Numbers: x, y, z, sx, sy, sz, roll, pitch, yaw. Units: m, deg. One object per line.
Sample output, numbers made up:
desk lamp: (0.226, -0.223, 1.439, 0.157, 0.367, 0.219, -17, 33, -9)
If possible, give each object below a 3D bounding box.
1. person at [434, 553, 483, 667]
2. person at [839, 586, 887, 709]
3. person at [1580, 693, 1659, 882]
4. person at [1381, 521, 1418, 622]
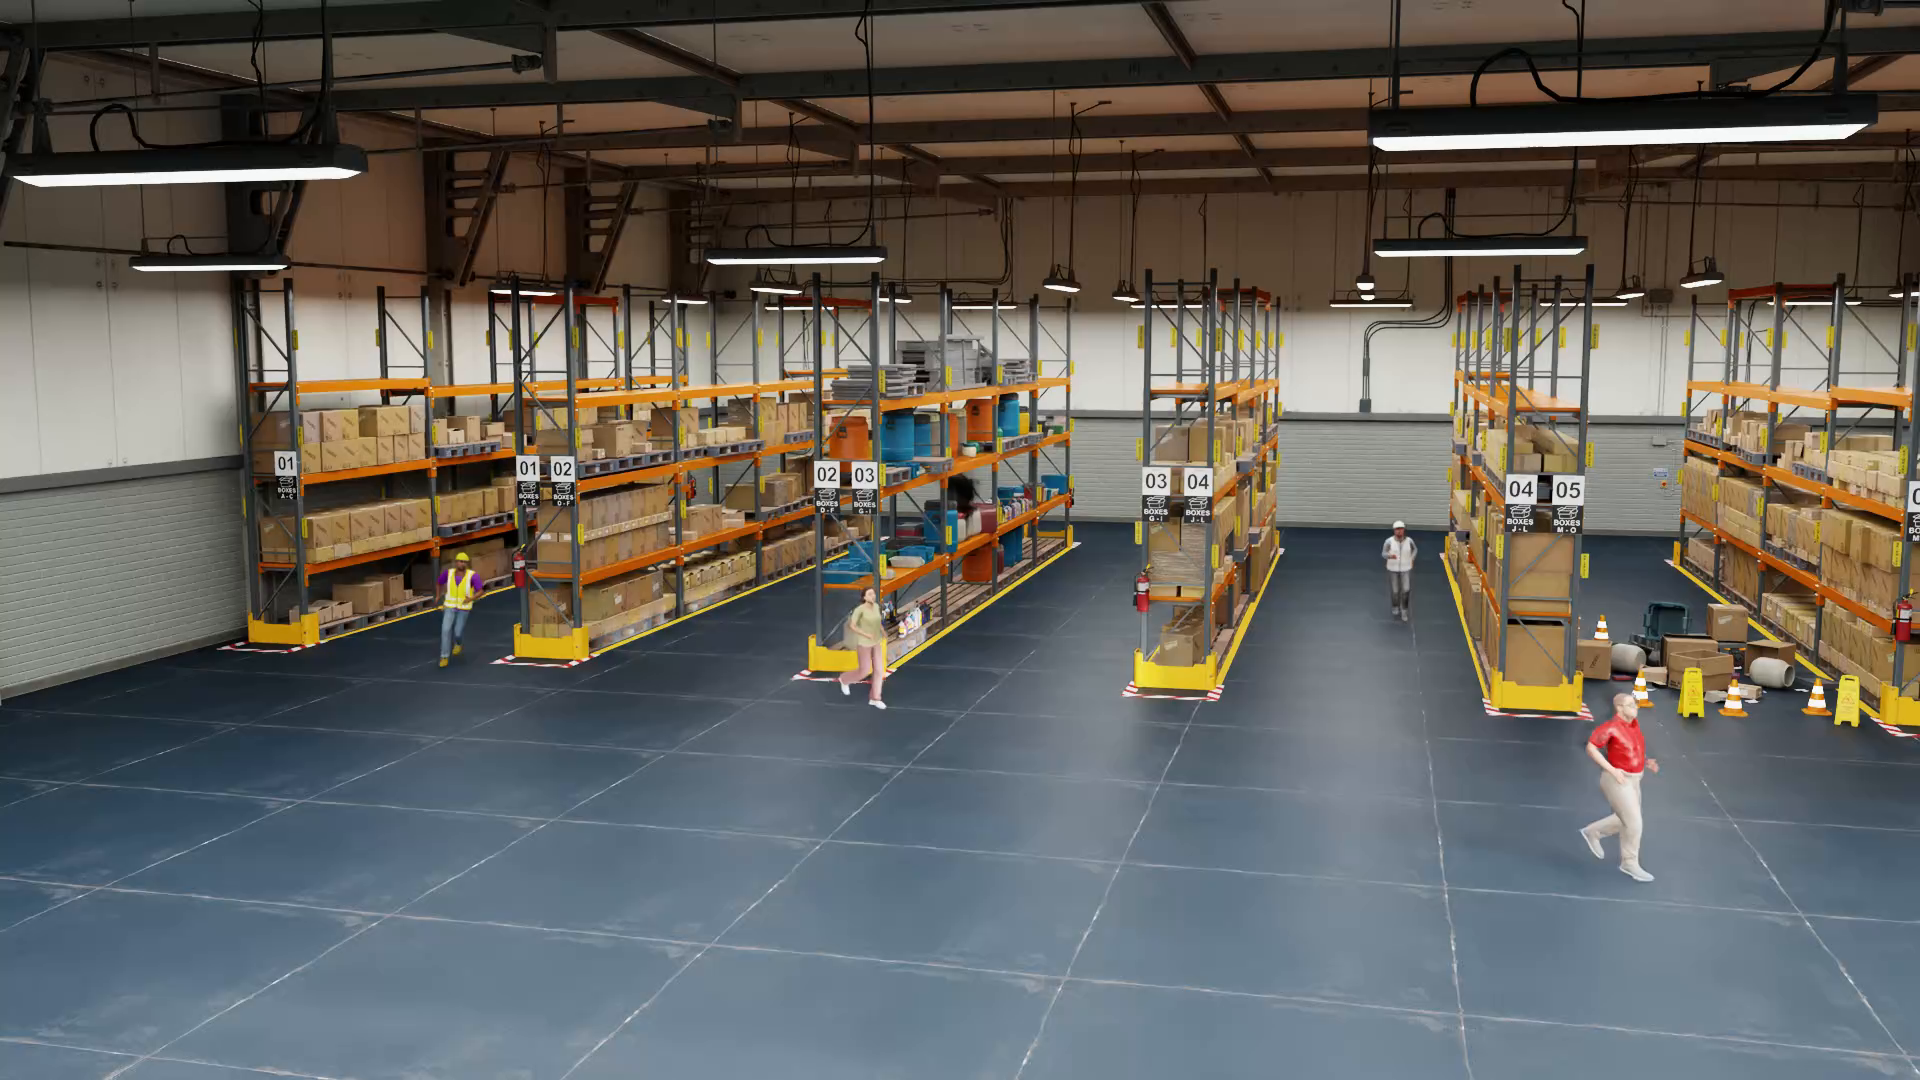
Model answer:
person: (-7.785, 1.051, 25.841, 0.744, 1.729, 0.898, -1, 7, -8)
person: (-1.291, 1.453, 22.938, 0.587, 1.665, 0.838, -6, 9, -43)
person: (6.200, 2.289, 15.652, 0.670, 1.726, 0.766, -6, 9, -42)
person: (7.879, 0.564, 29.830, 0.635, 1.822, 0.756, 1, 7, 12)
